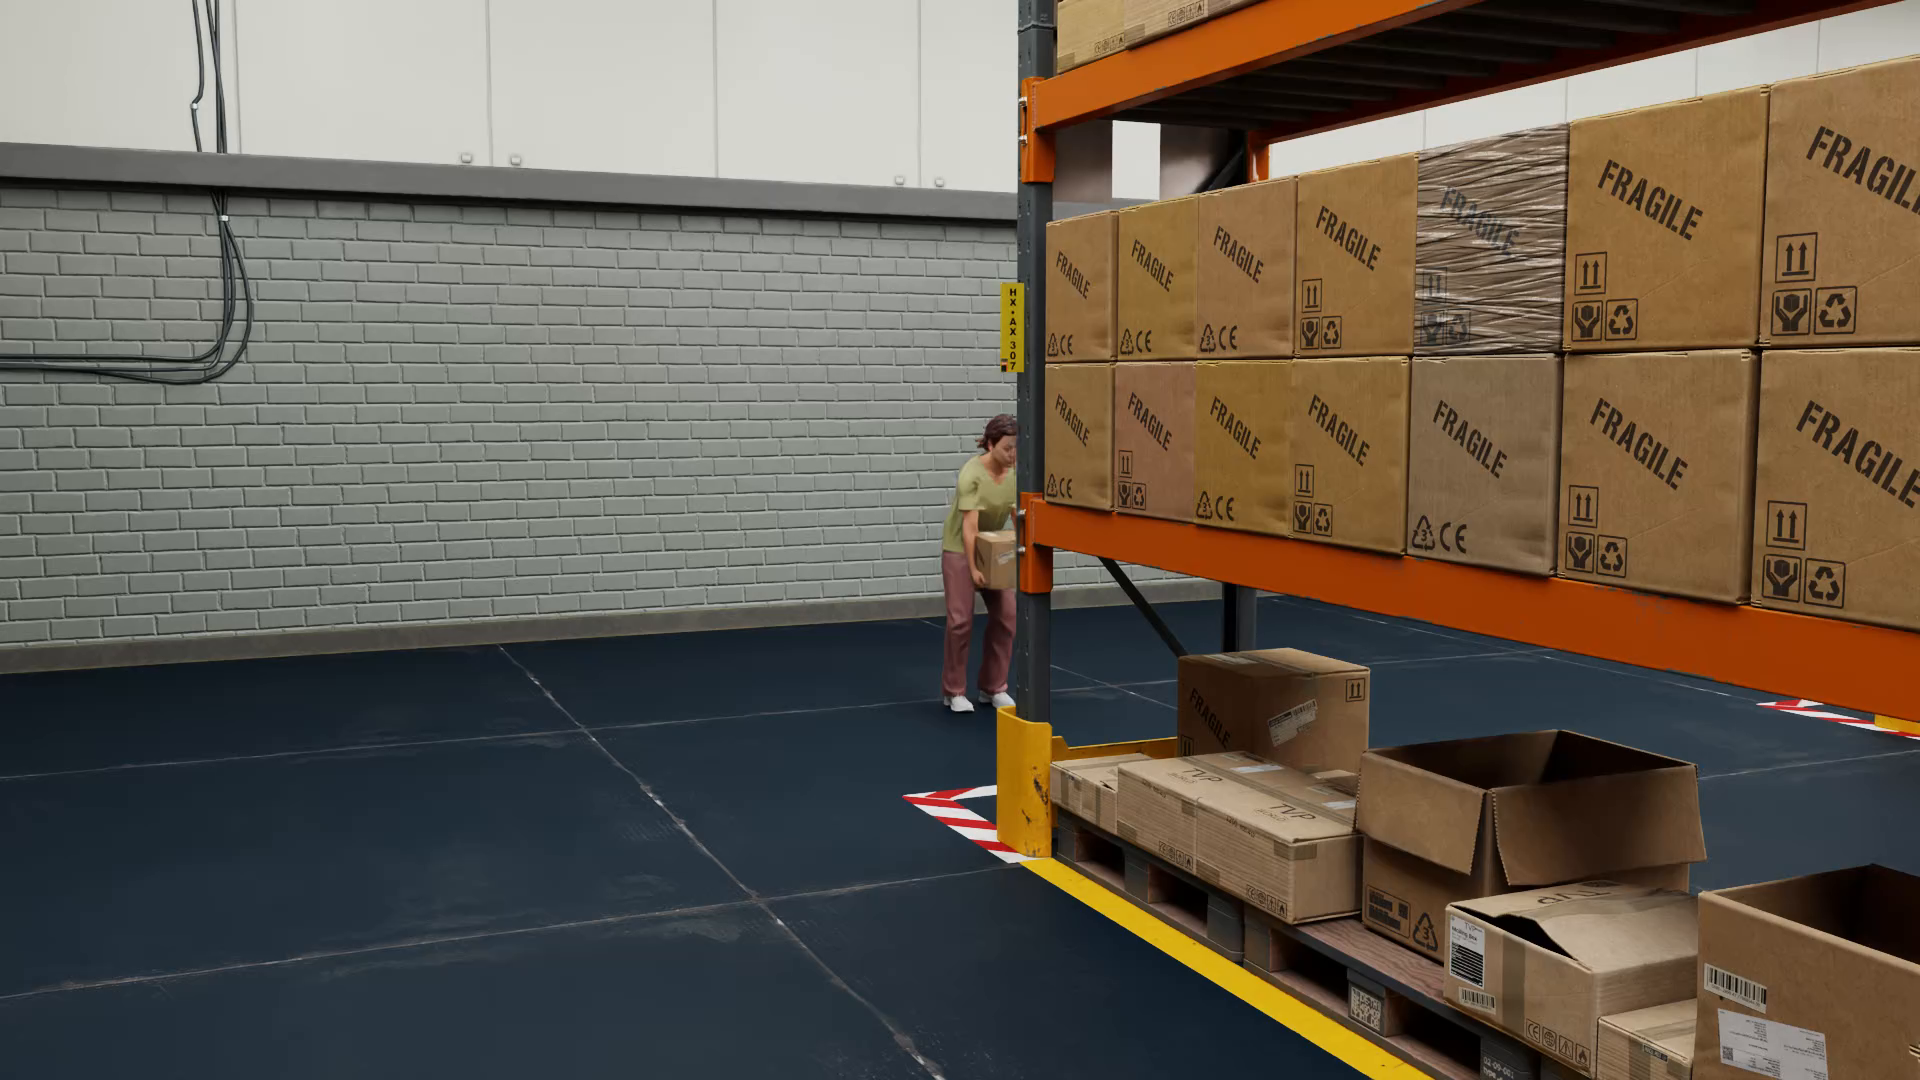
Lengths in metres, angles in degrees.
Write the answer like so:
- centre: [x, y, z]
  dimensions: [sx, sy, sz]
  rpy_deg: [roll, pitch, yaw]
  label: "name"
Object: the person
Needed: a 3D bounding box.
- centre: [0.141, 0.124, 8.745]
  dimensions: [0.412, 1.572, 0.582]
  rpy_deg: [-3, 6, -25]
  label: "person"
